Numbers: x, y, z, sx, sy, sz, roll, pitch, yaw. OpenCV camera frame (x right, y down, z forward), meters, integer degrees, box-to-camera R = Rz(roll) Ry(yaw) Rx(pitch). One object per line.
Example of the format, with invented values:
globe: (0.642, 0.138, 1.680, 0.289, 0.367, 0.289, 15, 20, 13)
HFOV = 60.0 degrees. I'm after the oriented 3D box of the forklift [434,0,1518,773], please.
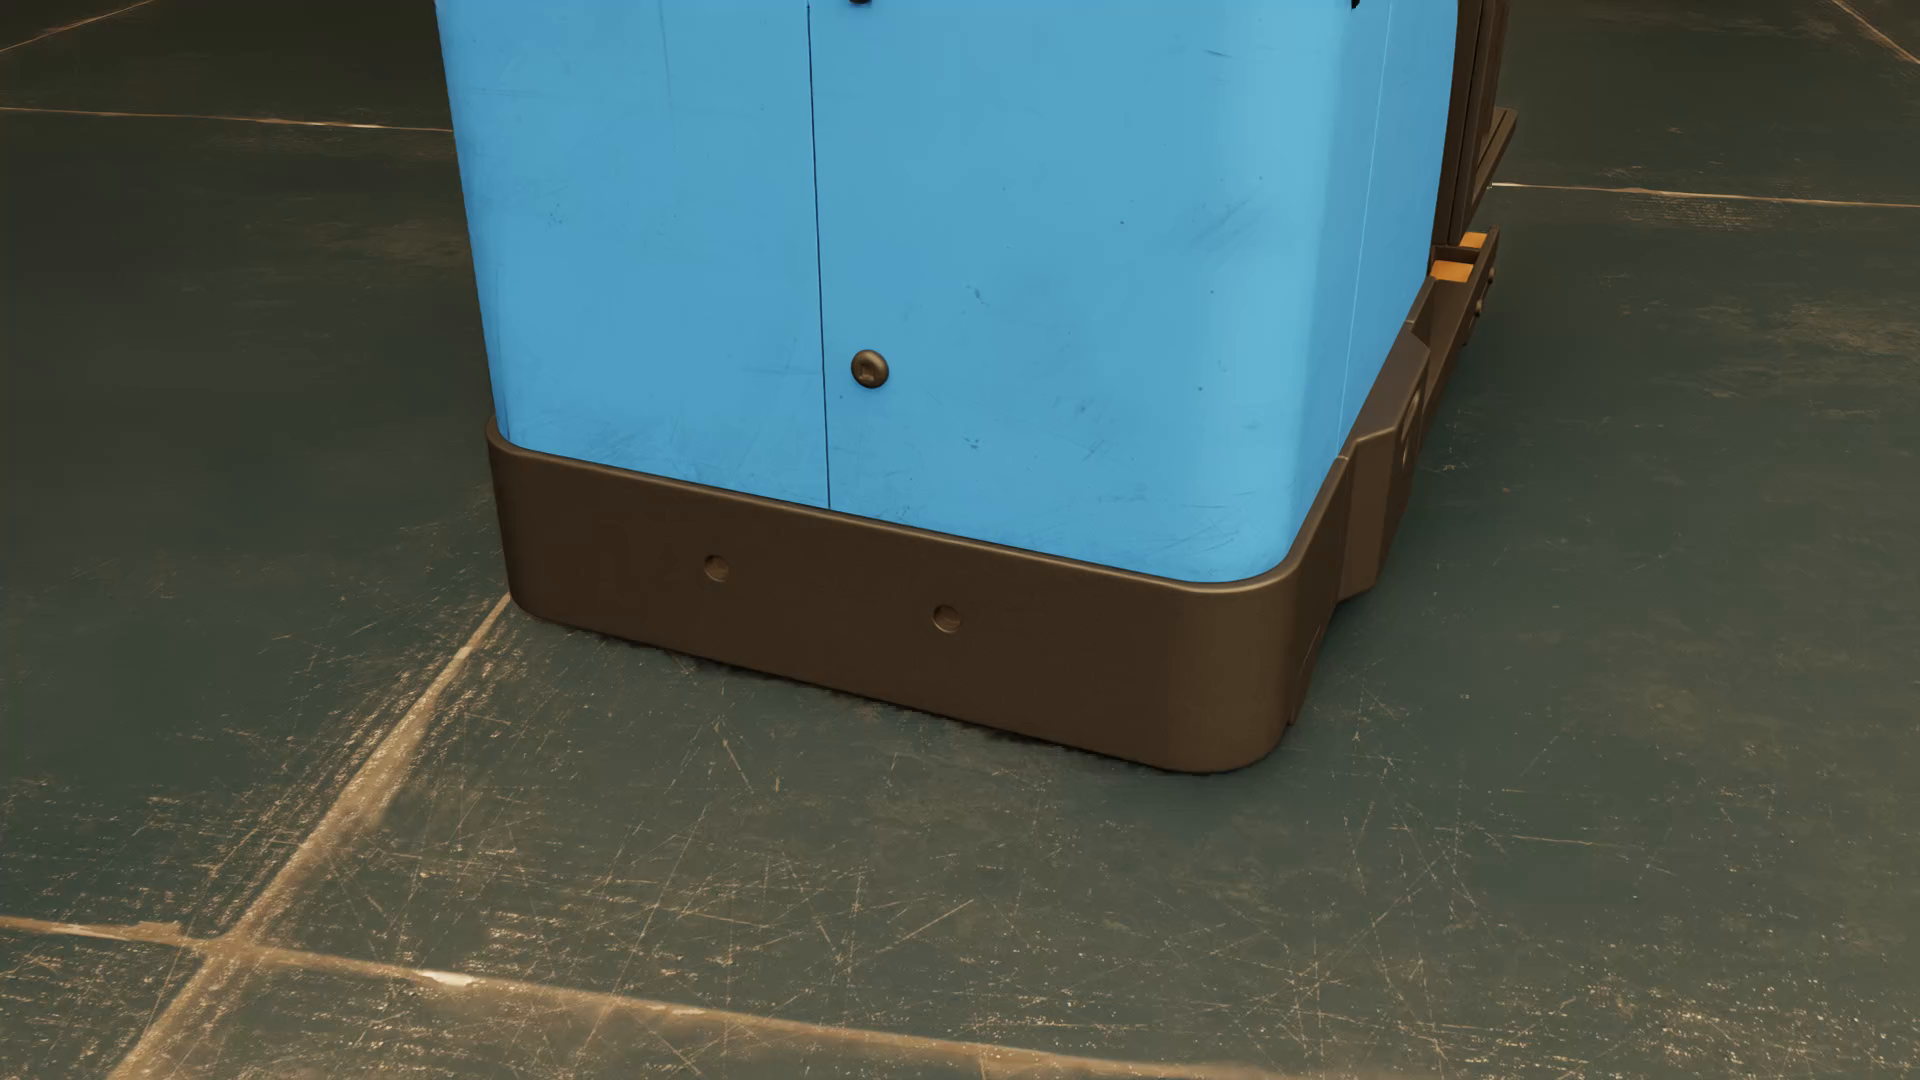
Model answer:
forklift: (0.428, -1.715, 2.570, 1.130, 2.935, 3.031, 11, 31, 20)
